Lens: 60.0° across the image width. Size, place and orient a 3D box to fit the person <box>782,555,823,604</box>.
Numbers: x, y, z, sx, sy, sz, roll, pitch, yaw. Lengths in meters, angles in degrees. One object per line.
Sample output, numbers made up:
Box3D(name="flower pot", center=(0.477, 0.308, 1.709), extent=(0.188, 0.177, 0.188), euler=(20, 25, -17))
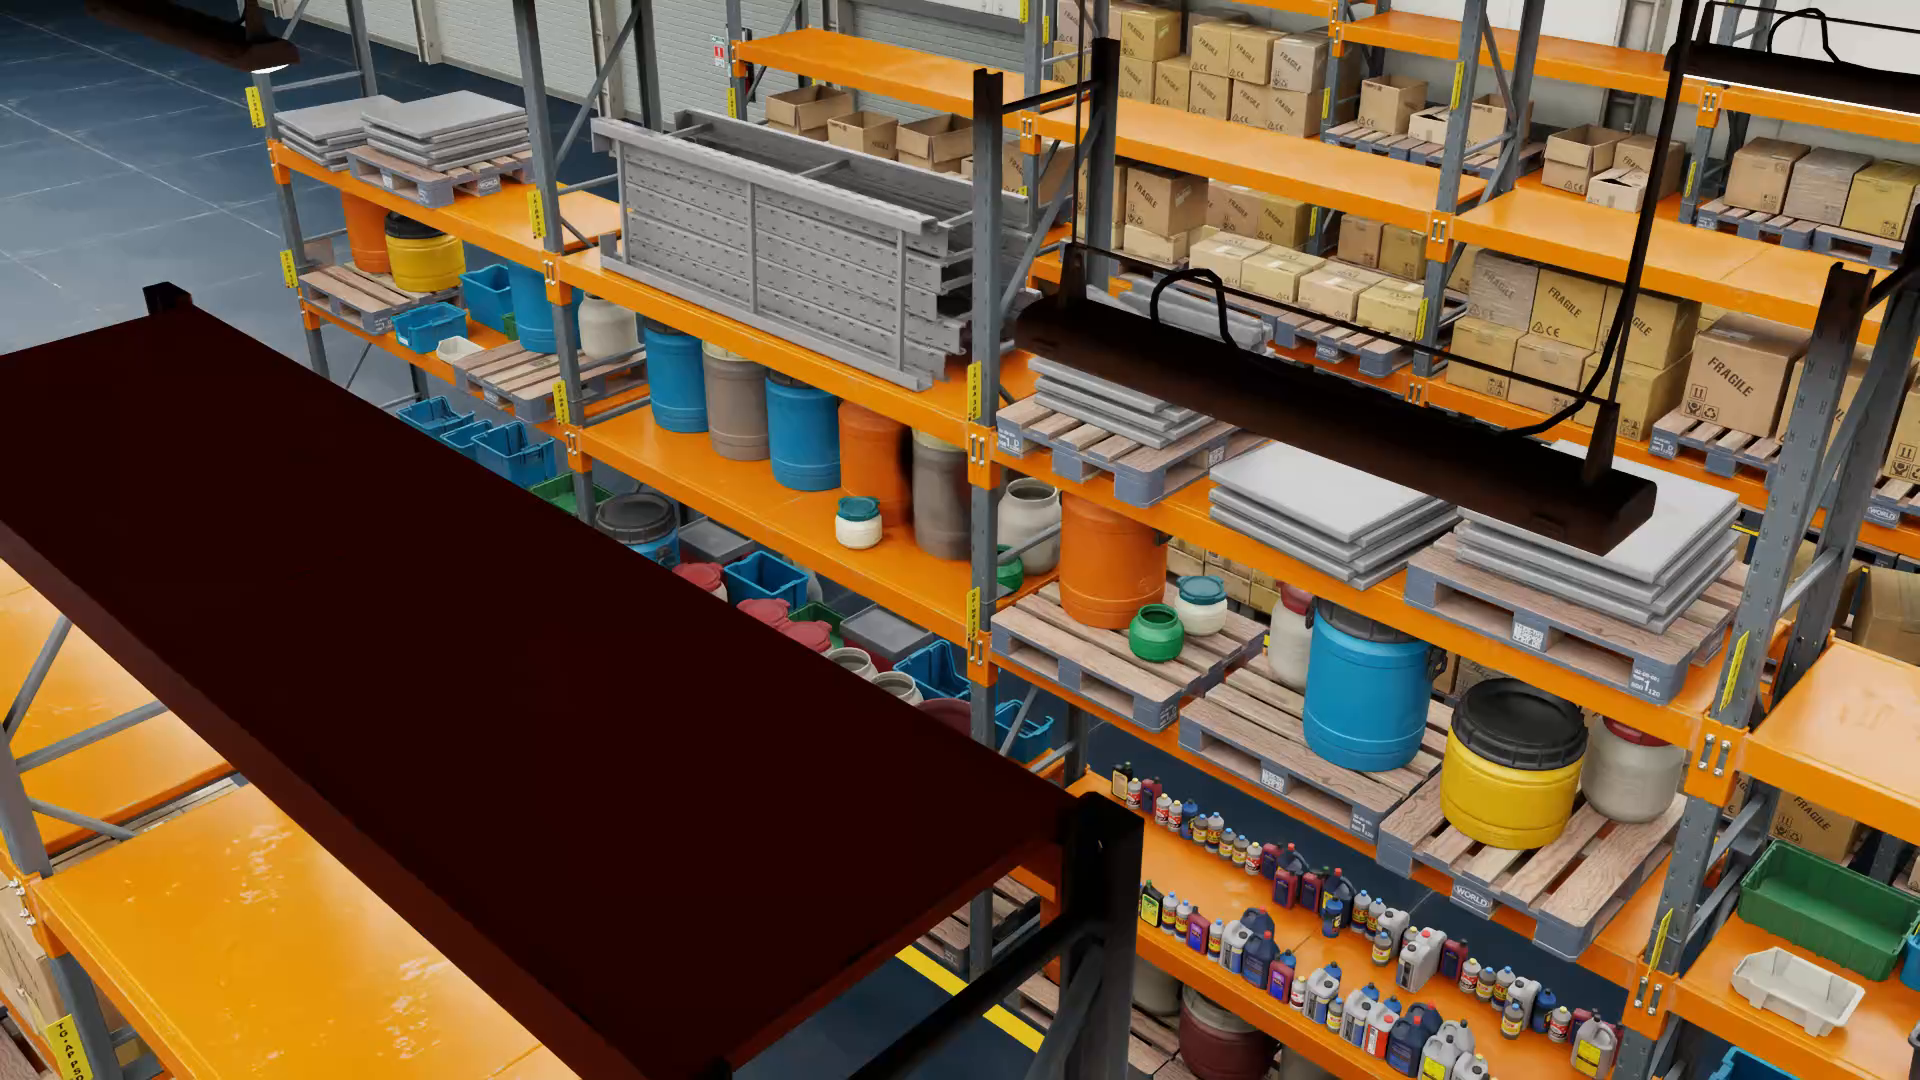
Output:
Box3D(name="person", center=(-1.421, -0.028, 14.593), extent=(0.405, 1.858, 0.615), euler=(-20, 35, -32))
